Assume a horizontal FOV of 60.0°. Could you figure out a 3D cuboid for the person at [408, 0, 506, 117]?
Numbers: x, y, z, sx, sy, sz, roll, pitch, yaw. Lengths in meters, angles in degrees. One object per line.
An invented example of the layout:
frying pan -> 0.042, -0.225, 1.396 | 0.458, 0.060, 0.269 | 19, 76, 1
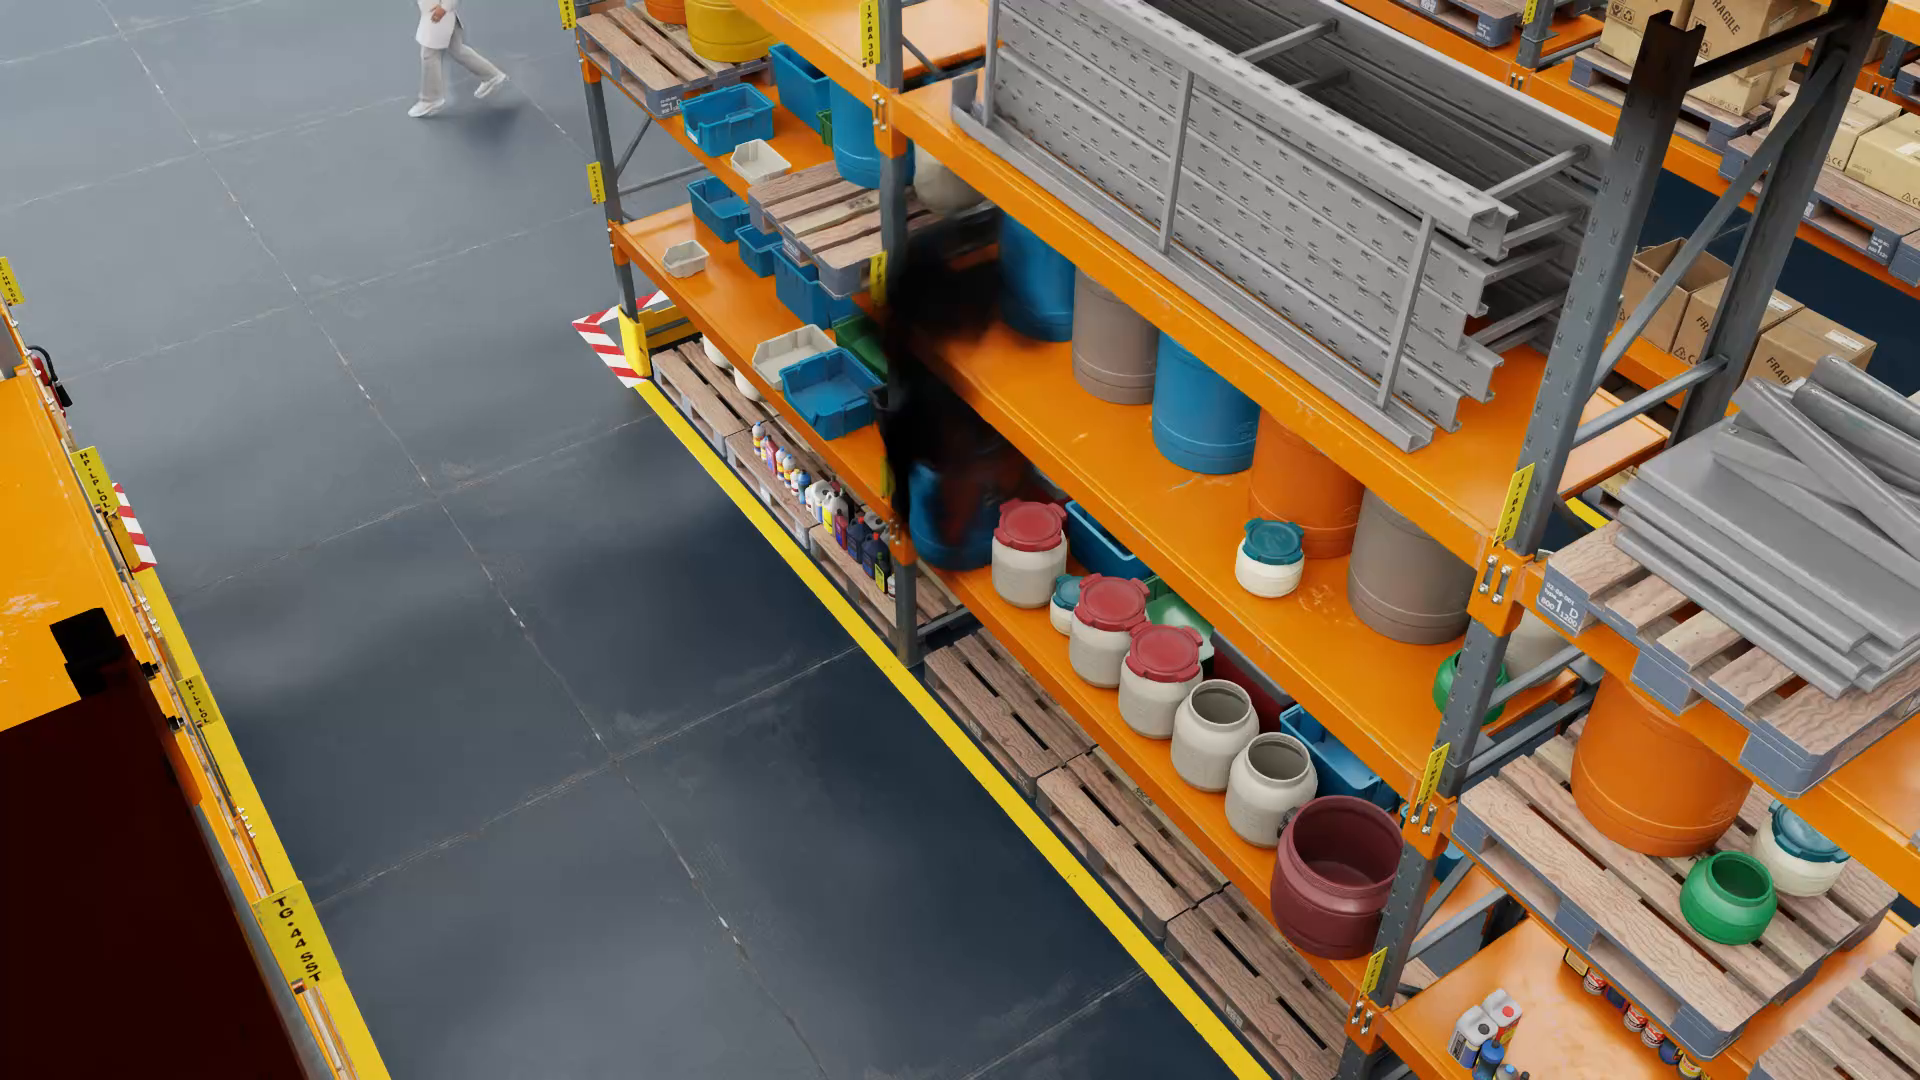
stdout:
person -> -4.934, -4.953, 15.789 | 0.981, 1.804, 0.698 | -9, 43, -10
